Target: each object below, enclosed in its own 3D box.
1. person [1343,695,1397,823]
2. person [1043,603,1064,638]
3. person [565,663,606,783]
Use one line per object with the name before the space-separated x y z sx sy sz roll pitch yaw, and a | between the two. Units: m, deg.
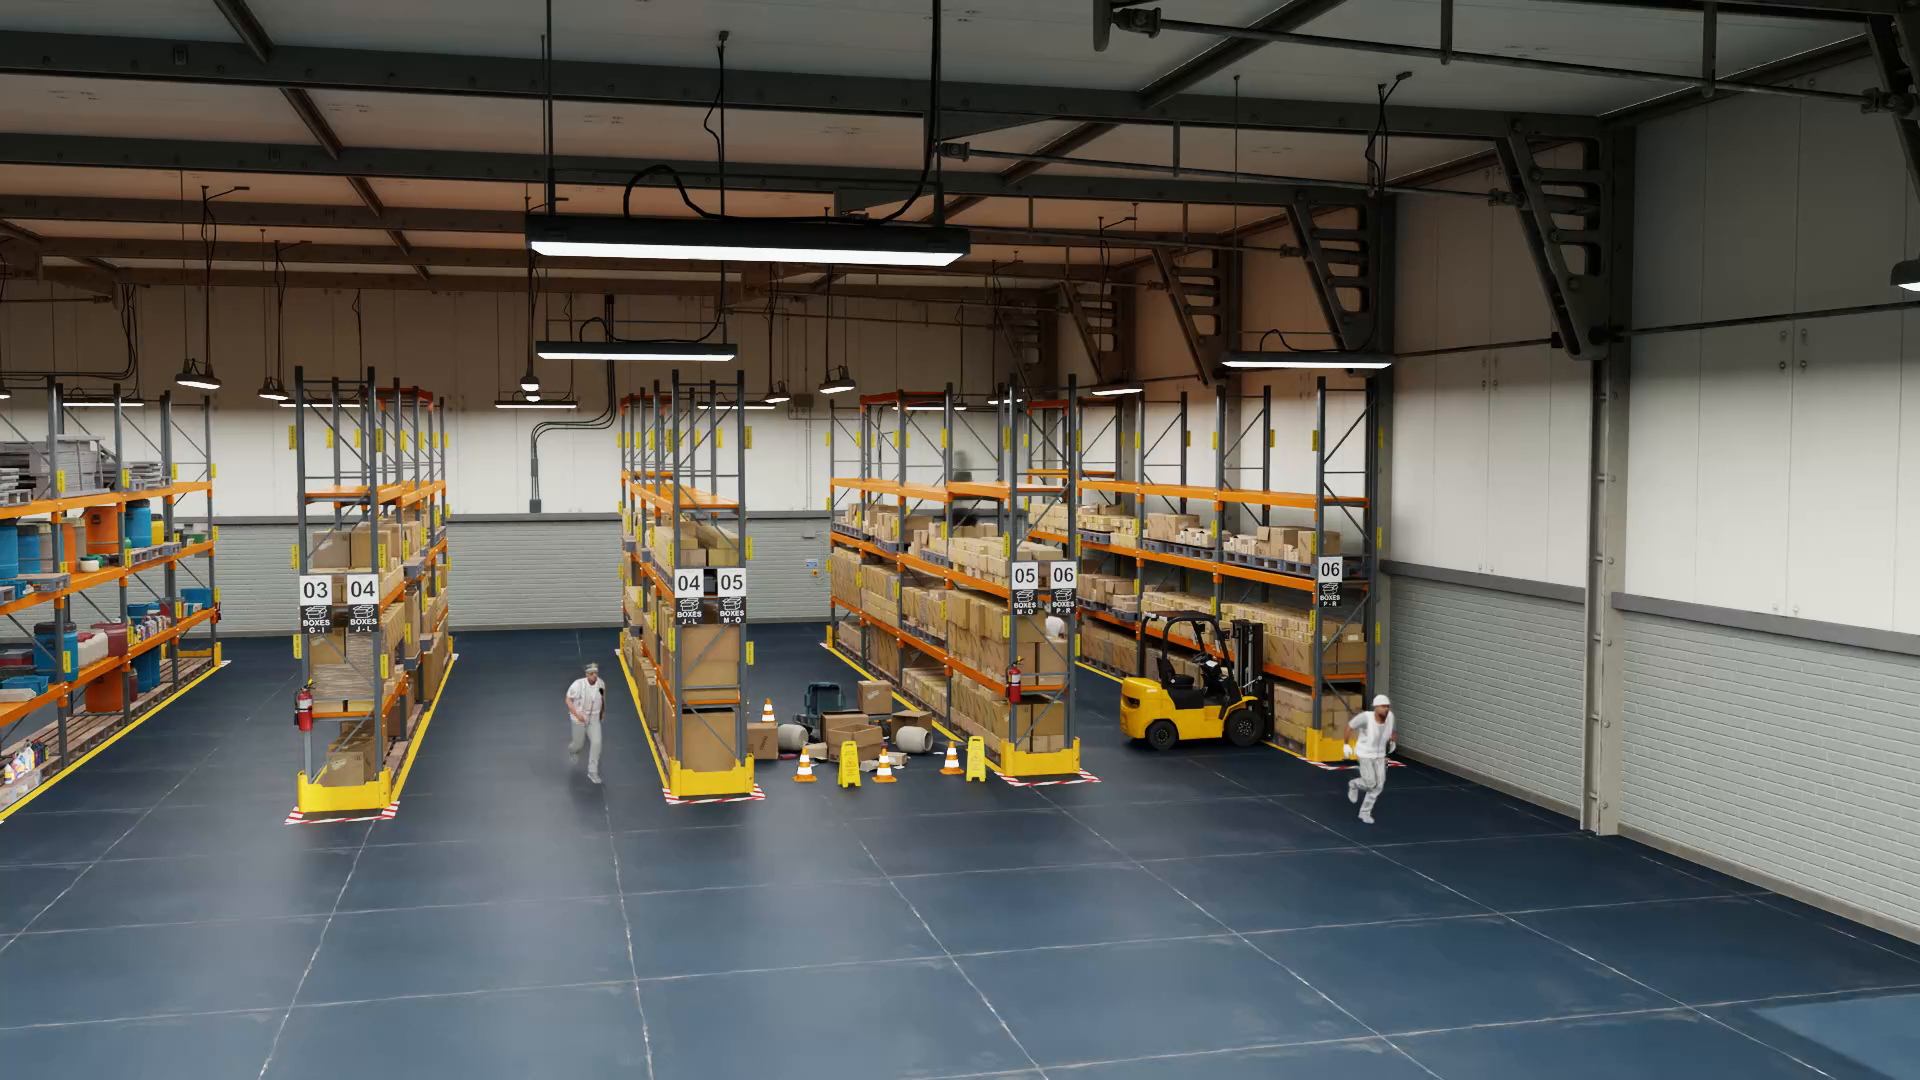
person | 5.408 2.859 21.907 0.675 1.705 0.761 -2 4 -24
person | 1.766 2.131 33.470 0.683 1.715 0.700 -1 4 -23
person | -5.559 2.683 24.699 0.663 1.777 1.035 -2 4 -33
